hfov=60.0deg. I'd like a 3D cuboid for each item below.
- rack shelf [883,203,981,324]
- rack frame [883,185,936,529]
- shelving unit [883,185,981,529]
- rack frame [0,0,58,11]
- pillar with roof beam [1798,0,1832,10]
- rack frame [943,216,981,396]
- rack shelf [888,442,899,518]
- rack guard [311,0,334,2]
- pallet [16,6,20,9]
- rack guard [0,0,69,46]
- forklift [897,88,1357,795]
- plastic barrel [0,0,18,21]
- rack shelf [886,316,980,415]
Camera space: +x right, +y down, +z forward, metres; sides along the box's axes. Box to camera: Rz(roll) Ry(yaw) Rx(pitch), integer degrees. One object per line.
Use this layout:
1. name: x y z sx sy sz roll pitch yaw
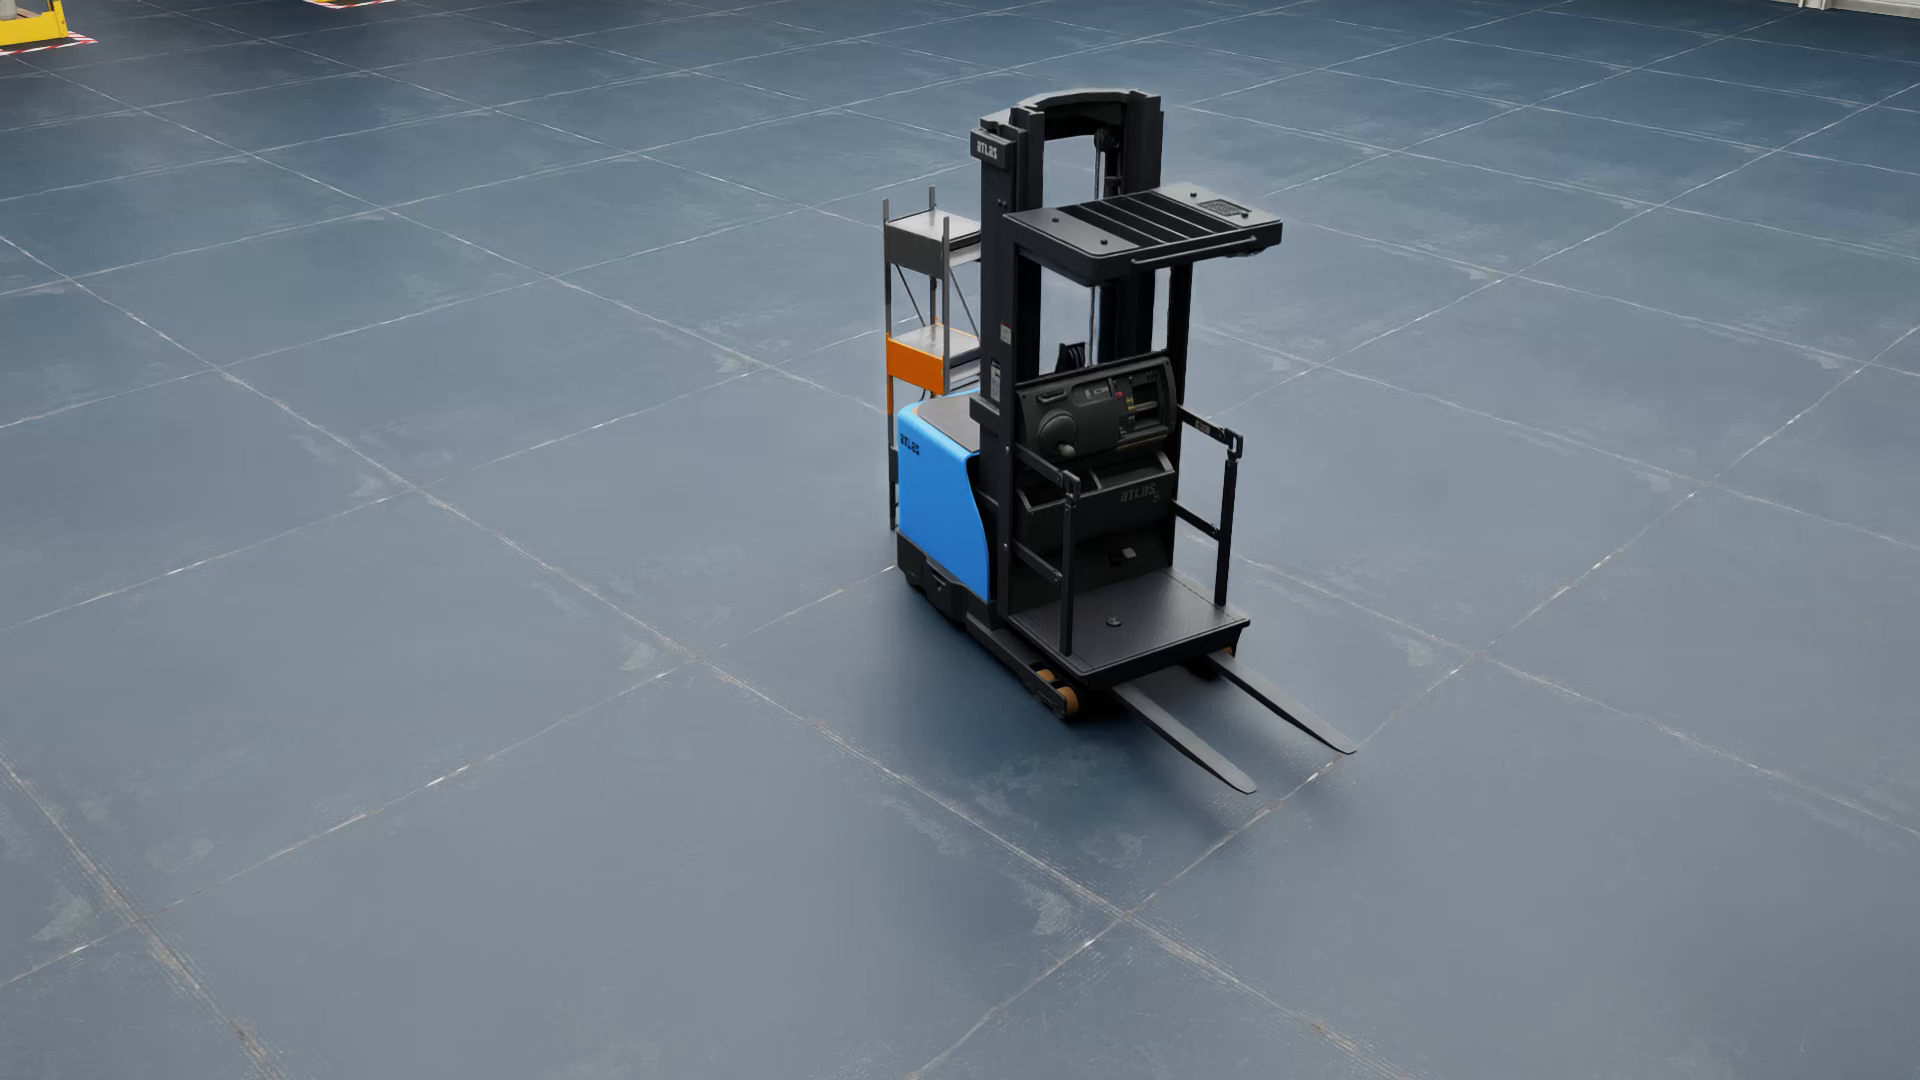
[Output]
1. rack shelf: -0.119 -1.592 9.545 0.431 0.518 0.480 -25 37 -39
2. rack frame: -0.292 -1.066 10.018 0.400 2.100 0.015 -25 37 -39
3. shelving unit: -0.119 -0.985 9.866 0.431 2.100 0.503 -25 37 -39
4. rack frame: -13.379 -8.503 23.199 0.127 3.000 1.000 25 36 38
5. pillar with roof beam: 10.471 -10.964 21.432 0.400 9.000 9.100 25 36 38
6. rack frame: 0.053 -0.904 9.713 0.400 2.100 0.015 -25 37 -39
7. rack shelf: -0.119 -0.354 10.199 0.431 0.518 0.480 -25 37 -39
8. rack guard: -9.961 -9.066 26.954 0.348 0.500 1.175 25 36 38
9. pallet: -14.908 -7.943 25.130 1.213 0.211 1.003 25 36 38
10. rack guard: -13.467 -7.406 23.798 0.348 0.500 1.175 25 36 38
11. forklift: 0.819 -0.627 8.294 1.130 2.935 3.031 -16 32 -27
12. plastic barrel: -13.902 -7.778 24.040 0.421 0.512 0.421 0 28 0
13. rack shelf: -0.119 -0.973 9.872 0.431 0.518 0.480 -25 37 -39
